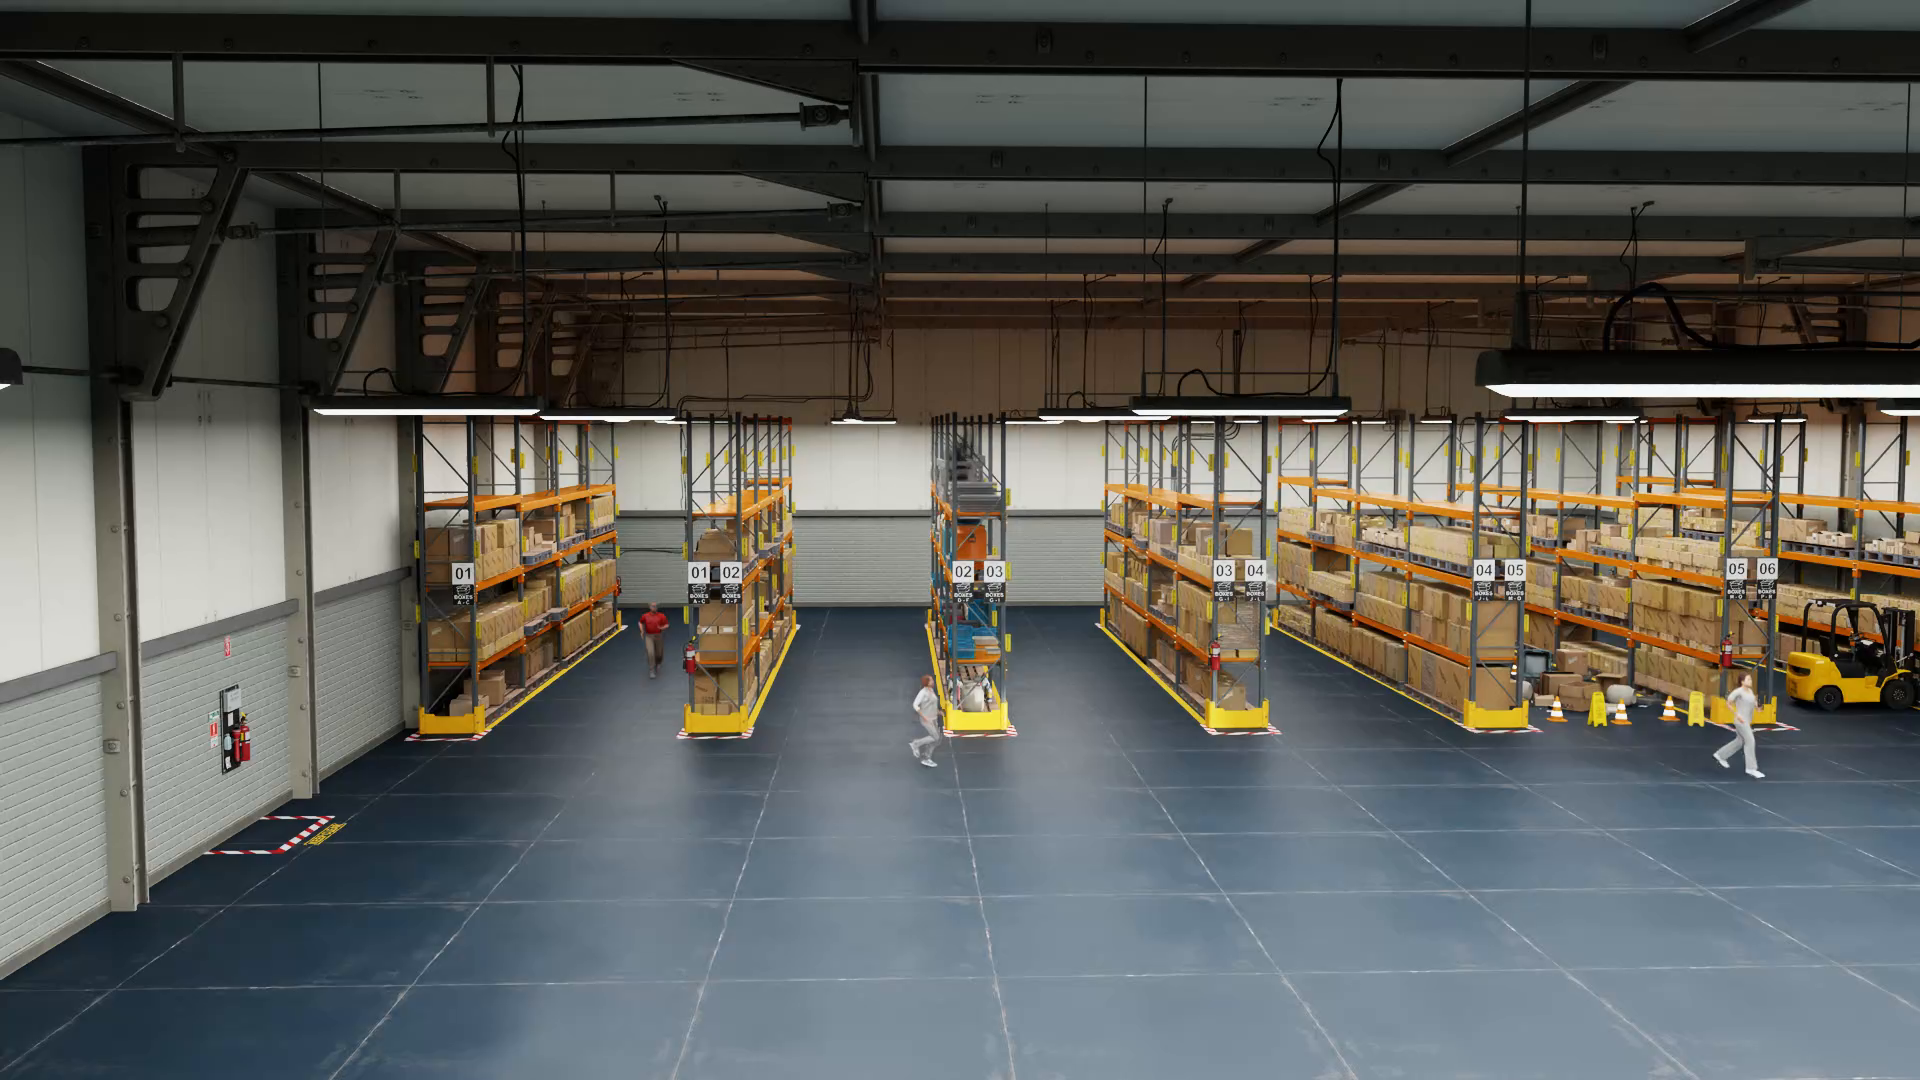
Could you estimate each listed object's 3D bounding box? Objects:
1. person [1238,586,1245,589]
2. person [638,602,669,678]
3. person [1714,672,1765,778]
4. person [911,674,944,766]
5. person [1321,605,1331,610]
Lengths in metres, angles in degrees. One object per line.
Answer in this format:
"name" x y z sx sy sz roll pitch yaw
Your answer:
"person" 8.029 1.588 47.817 0.689 1.730 0.722 3 5 34
"person" -7.008 2.266 38.074 0.672 1.700 0.953 -1 4 -14
"person" 12.847 3.004 27.357 0.559 1.682 0.874 -3 5 -40
"person" -0.550 3.044 28.119 0.542 1.557 0.545 2 4 23
"person" 10.644 1.617 48.536 0.625 1.604 0.596 -4 5 -44
